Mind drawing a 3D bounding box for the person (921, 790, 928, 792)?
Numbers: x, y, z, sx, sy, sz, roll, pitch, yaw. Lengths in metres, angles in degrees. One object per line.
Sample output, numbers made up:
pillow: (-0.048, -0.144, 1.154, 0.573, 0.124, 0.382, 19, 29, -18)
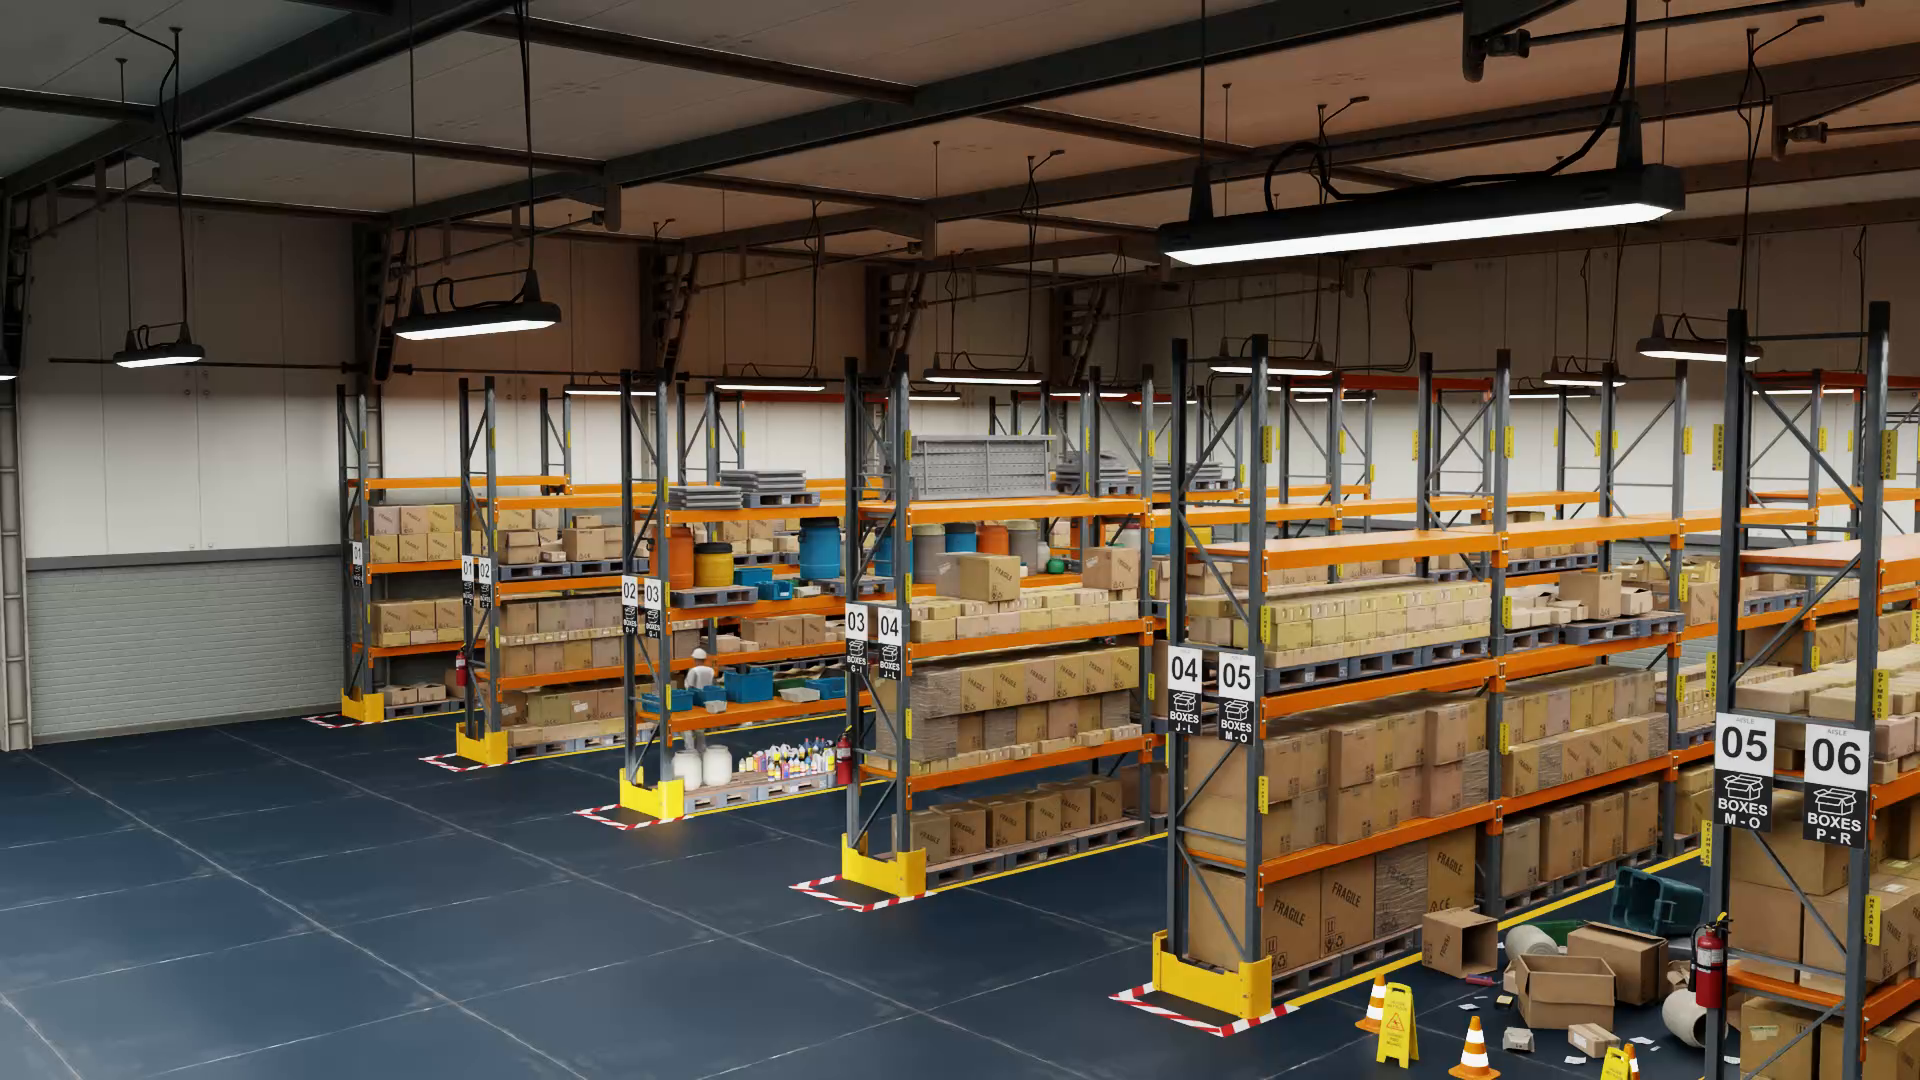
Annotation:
person: (-0.318, 2.757, 24.023, 0.341, 1.728, 0.618, 2, 4, 25)

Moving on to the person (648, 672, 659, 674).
person: (-5.796, 2.303, 31.221, 0.518, 1.714, 0.356, -3, 5, -40)

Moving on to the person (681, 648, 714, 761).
person: (-4.099, 2.588, 25.769, 0.401, 1.820, 0.610, 2, 4, 33)
